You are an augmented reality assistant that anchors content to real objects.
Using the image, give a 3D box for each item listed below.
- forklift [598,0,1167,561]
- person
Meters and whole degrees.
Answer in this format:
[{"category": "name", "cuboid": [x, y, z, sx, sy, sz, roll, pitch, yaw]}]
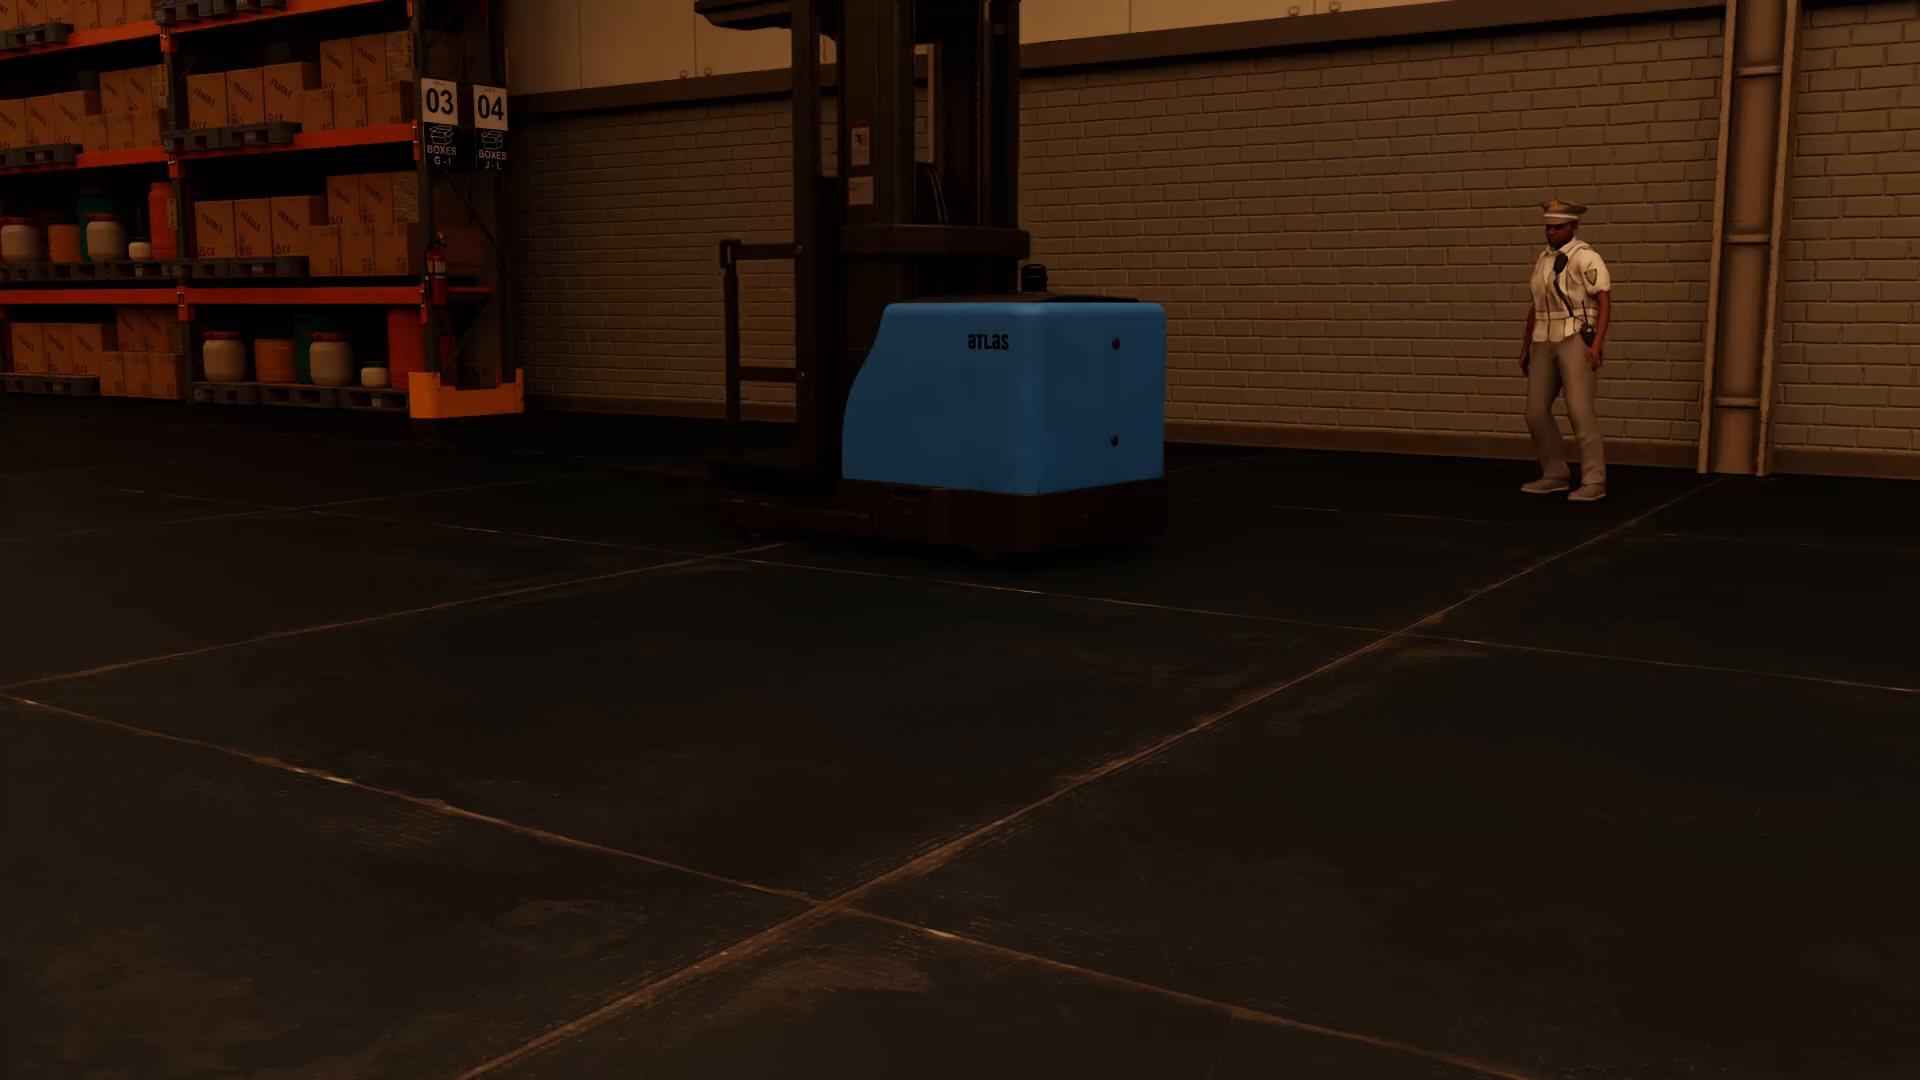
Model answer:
[{"category": "forklift", "cuboid": [-0.532, -1.510, 7.813, 3.031, 2.935, 1.130, 7, 11, 40]}, {"category": "person", "cuboid": [3.363, -1.061, 9.267, 0.394, 1.636, 0.696, -4, 9, -26]}]
